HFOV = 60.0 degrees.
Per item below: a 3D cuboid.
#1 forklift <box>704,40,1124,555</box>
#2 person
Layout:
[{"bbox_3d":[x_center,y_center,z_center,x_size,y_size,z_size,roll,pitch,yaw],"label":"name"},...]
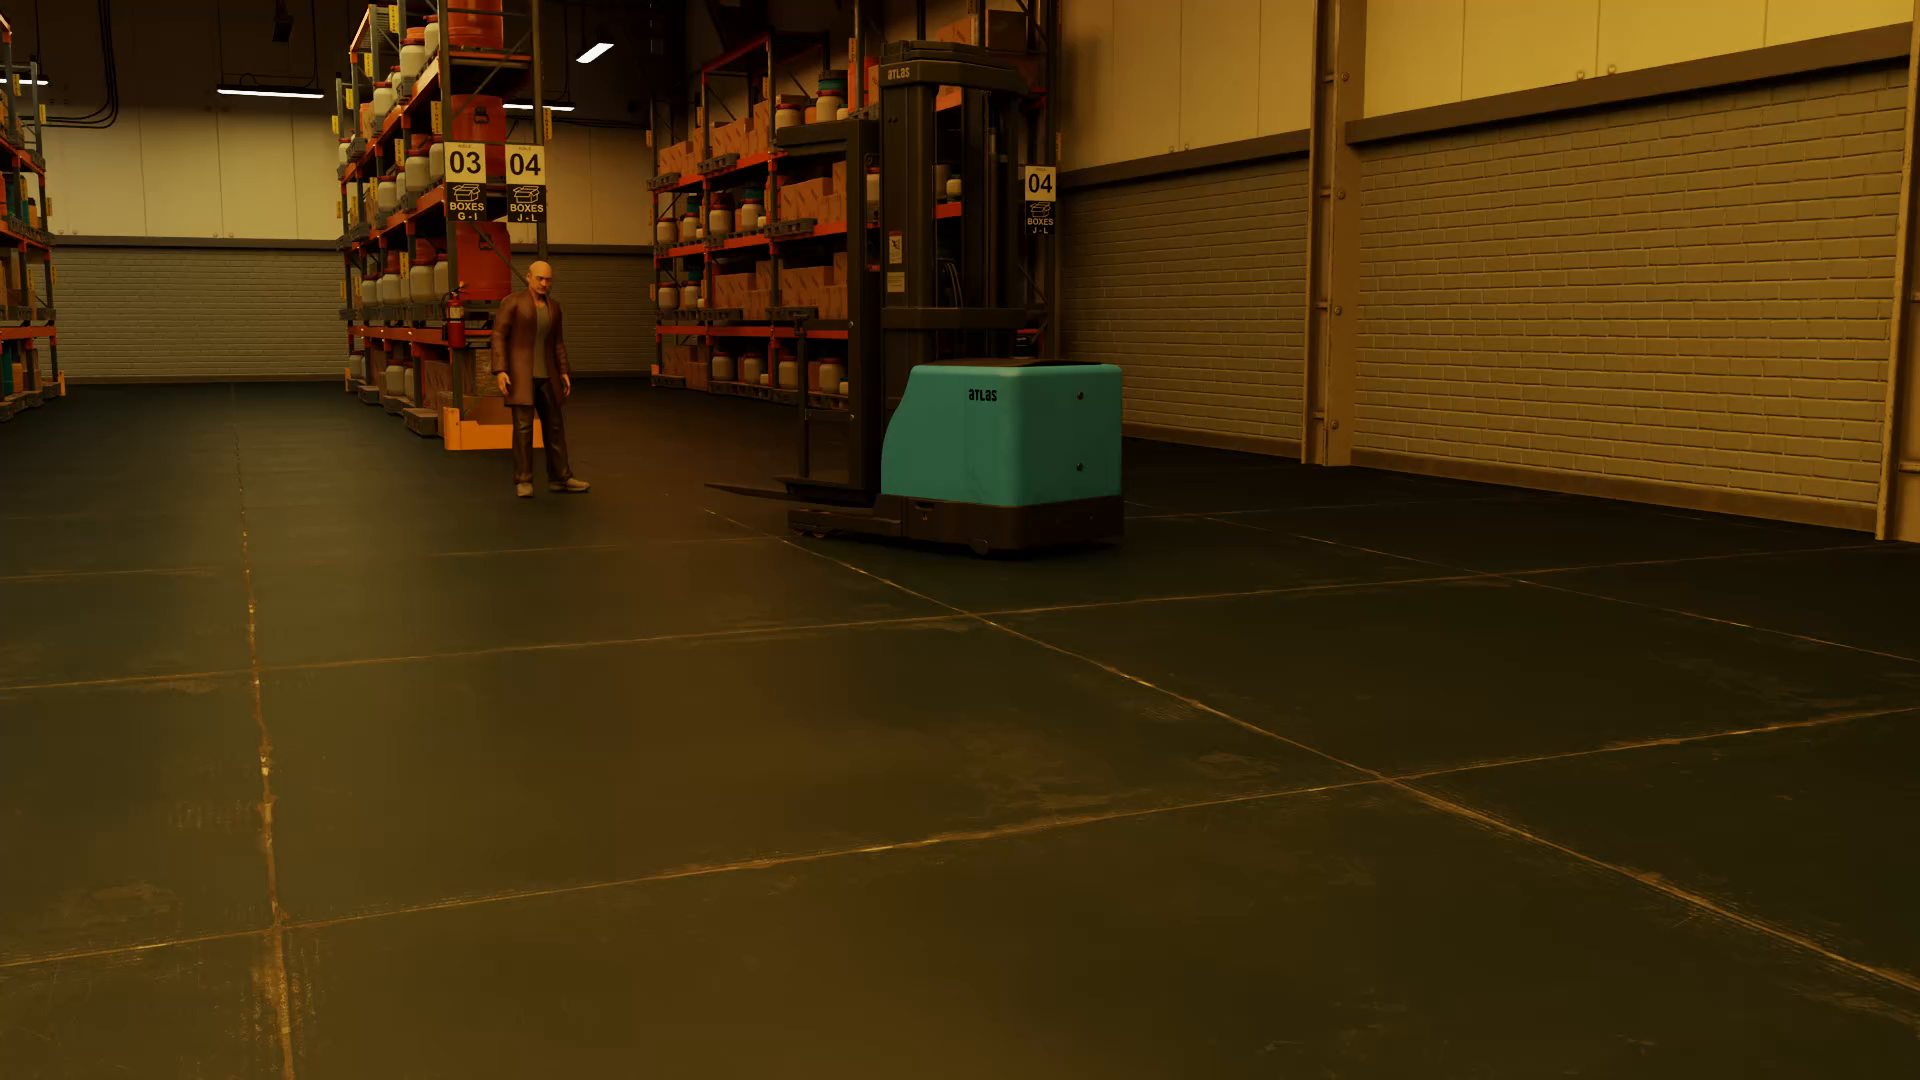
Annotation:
[{"bbox_3d":[-0.436,-1.509,10.383,3.031,2.935,1.130,7,10,44],"label":"forklift"},{"bbox_3d":[-3.248,-1.240,12.766,0.456,1.782,0.718,7,10,41],"label":"person"}]
